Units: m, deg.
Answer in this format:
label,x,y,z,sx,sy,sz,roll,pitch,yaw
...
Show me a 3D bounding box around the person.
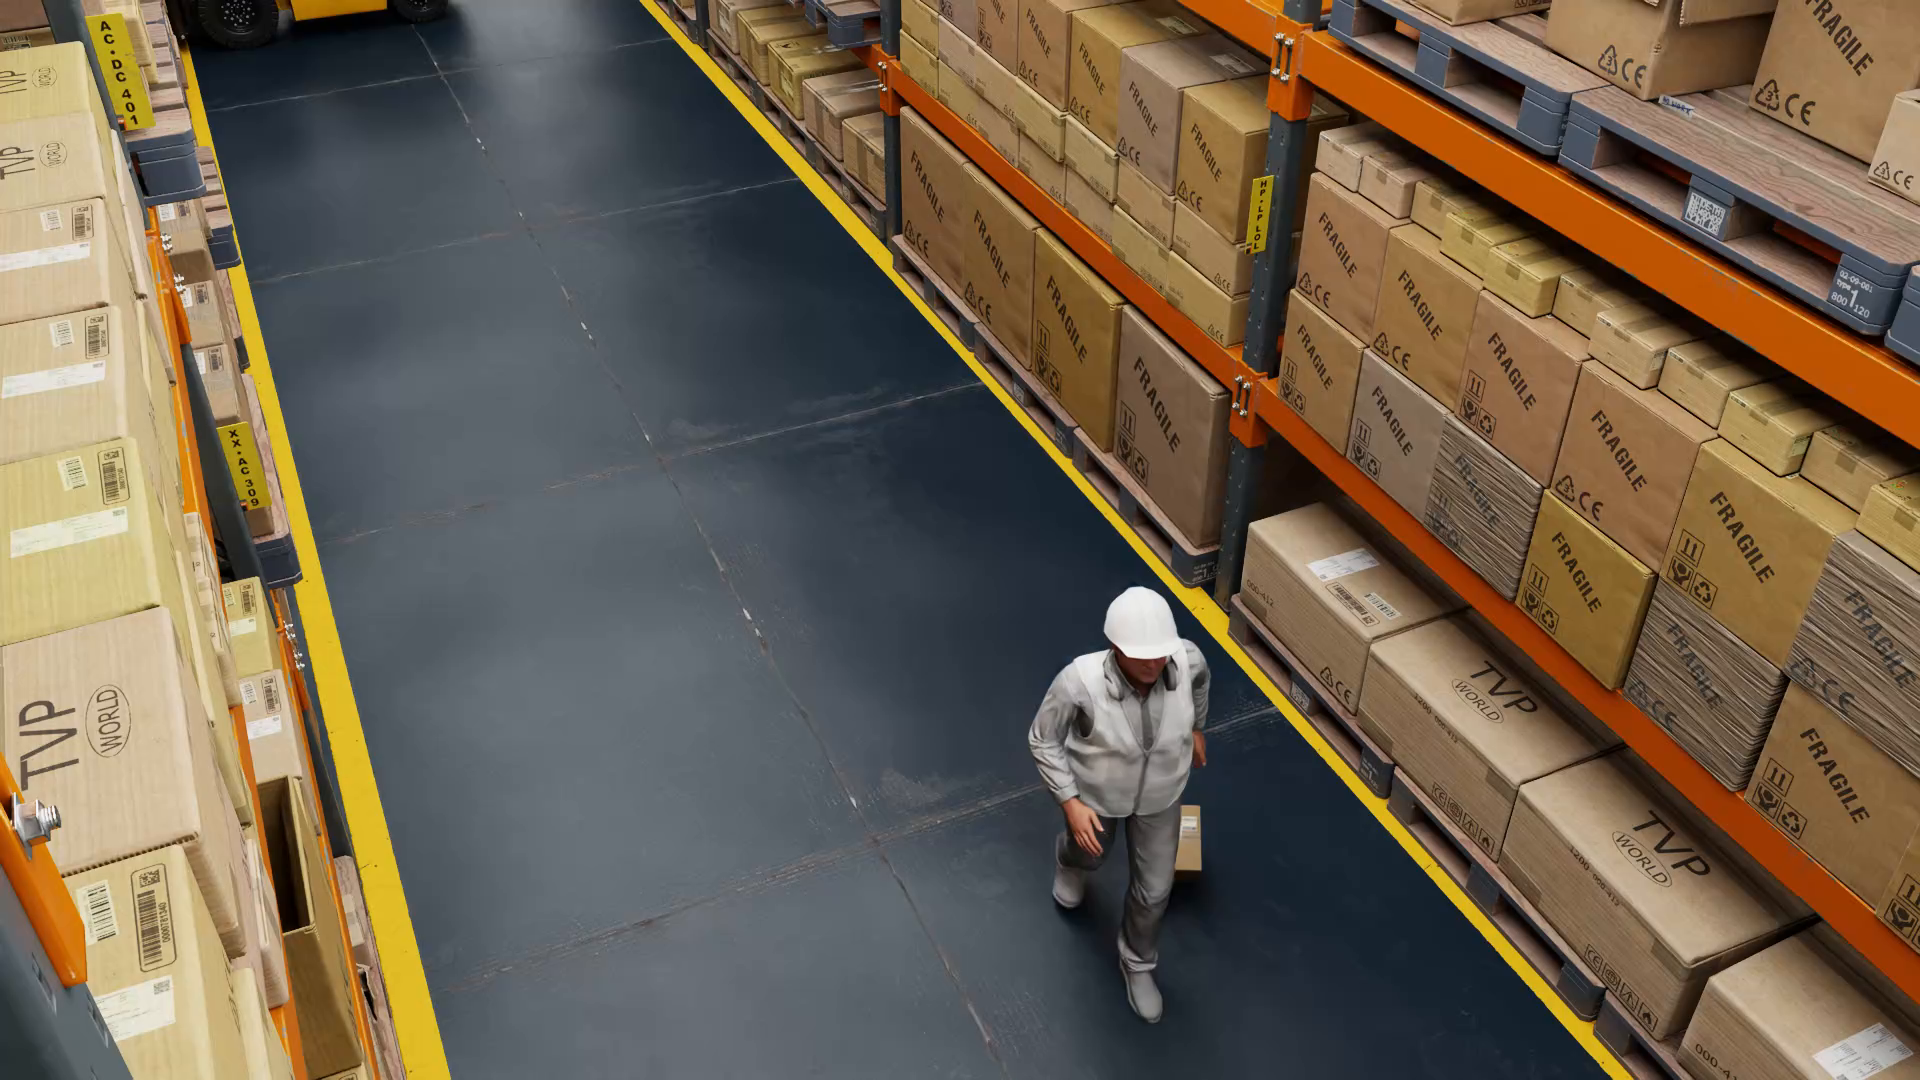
label,x,y,z,sx,sy,sz,roll,pitch,yaw
person,0.545,0.813,5.756,0.673,1.778,0.802,-5,37,-7
